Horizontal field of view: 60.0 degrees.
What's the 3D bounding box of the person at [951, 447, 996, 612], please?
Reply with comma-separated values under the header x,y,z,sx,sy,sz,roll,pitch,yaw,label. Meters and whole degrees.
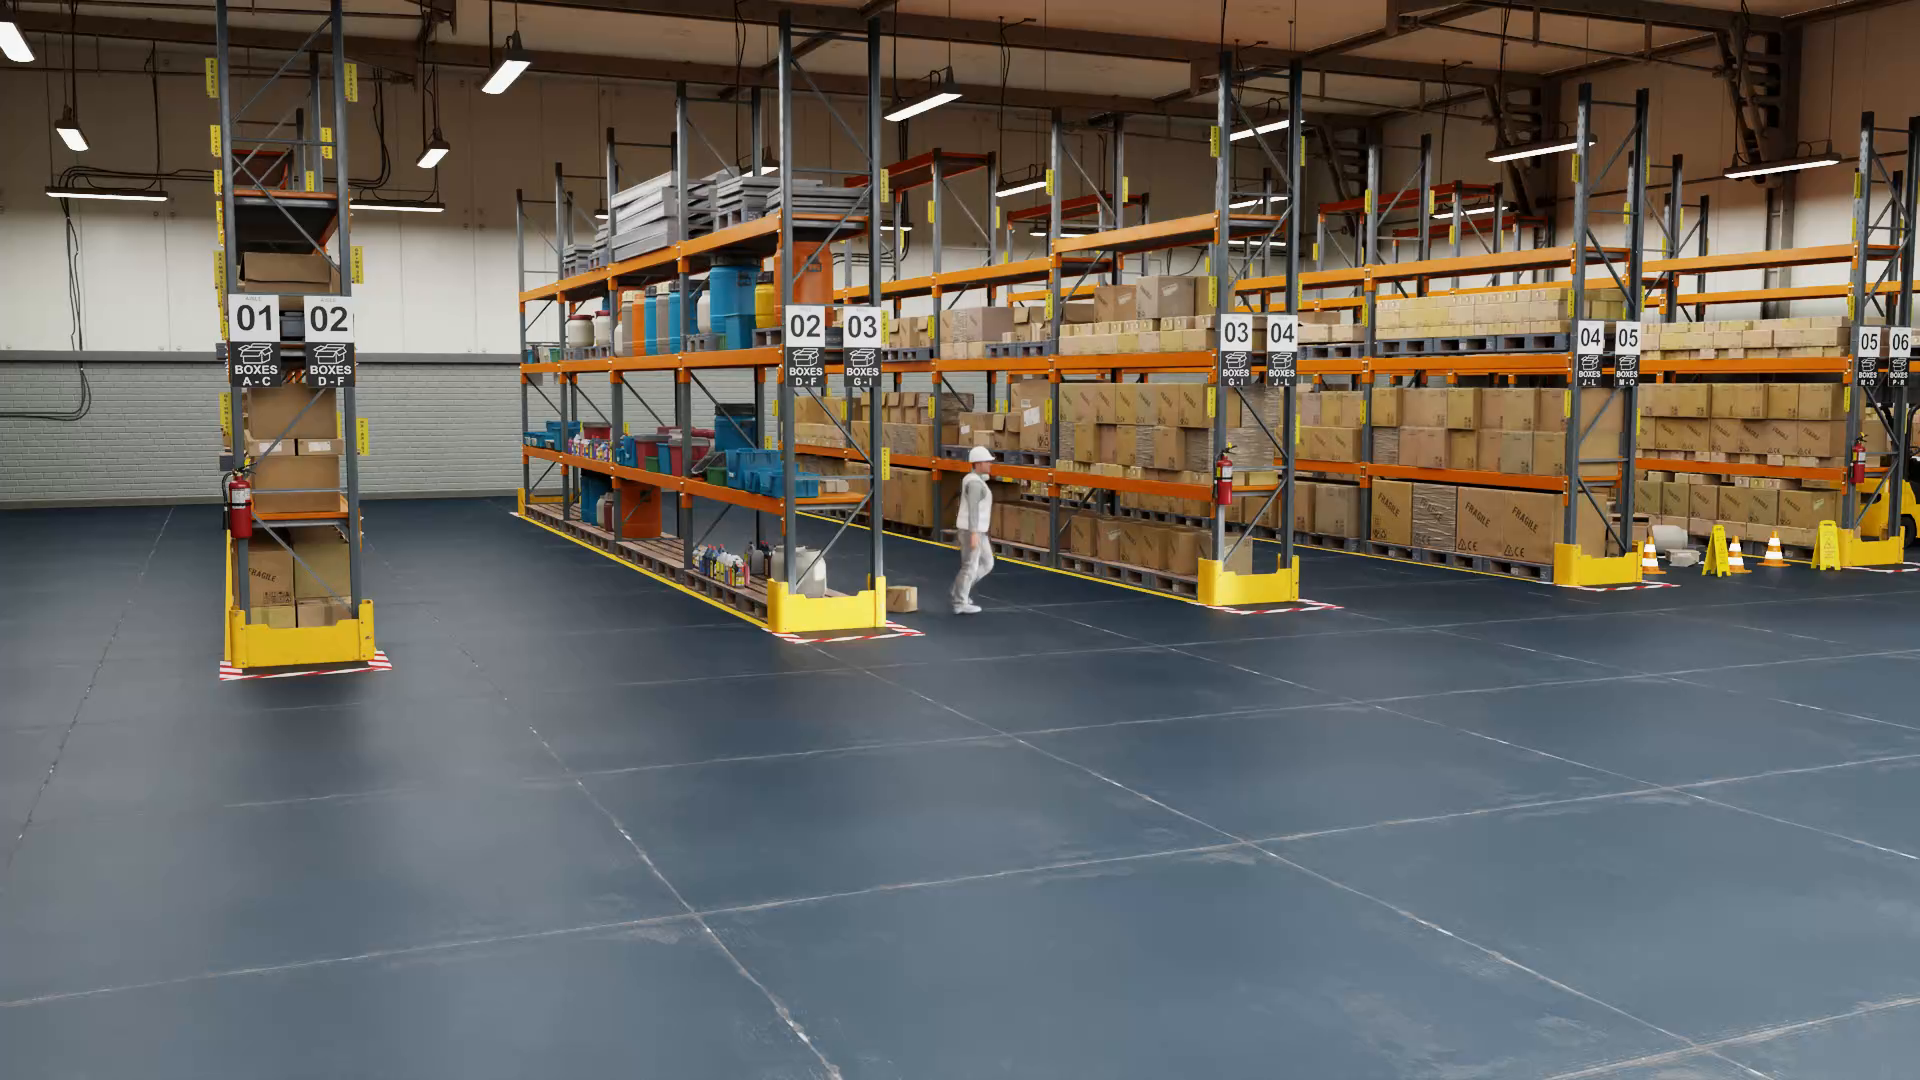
x,y,z,sx,sy,sz,roll,pitch,yaw,label
0.140,-0.109,17.614,0.483,1.759,0.568,0,5,1,person
